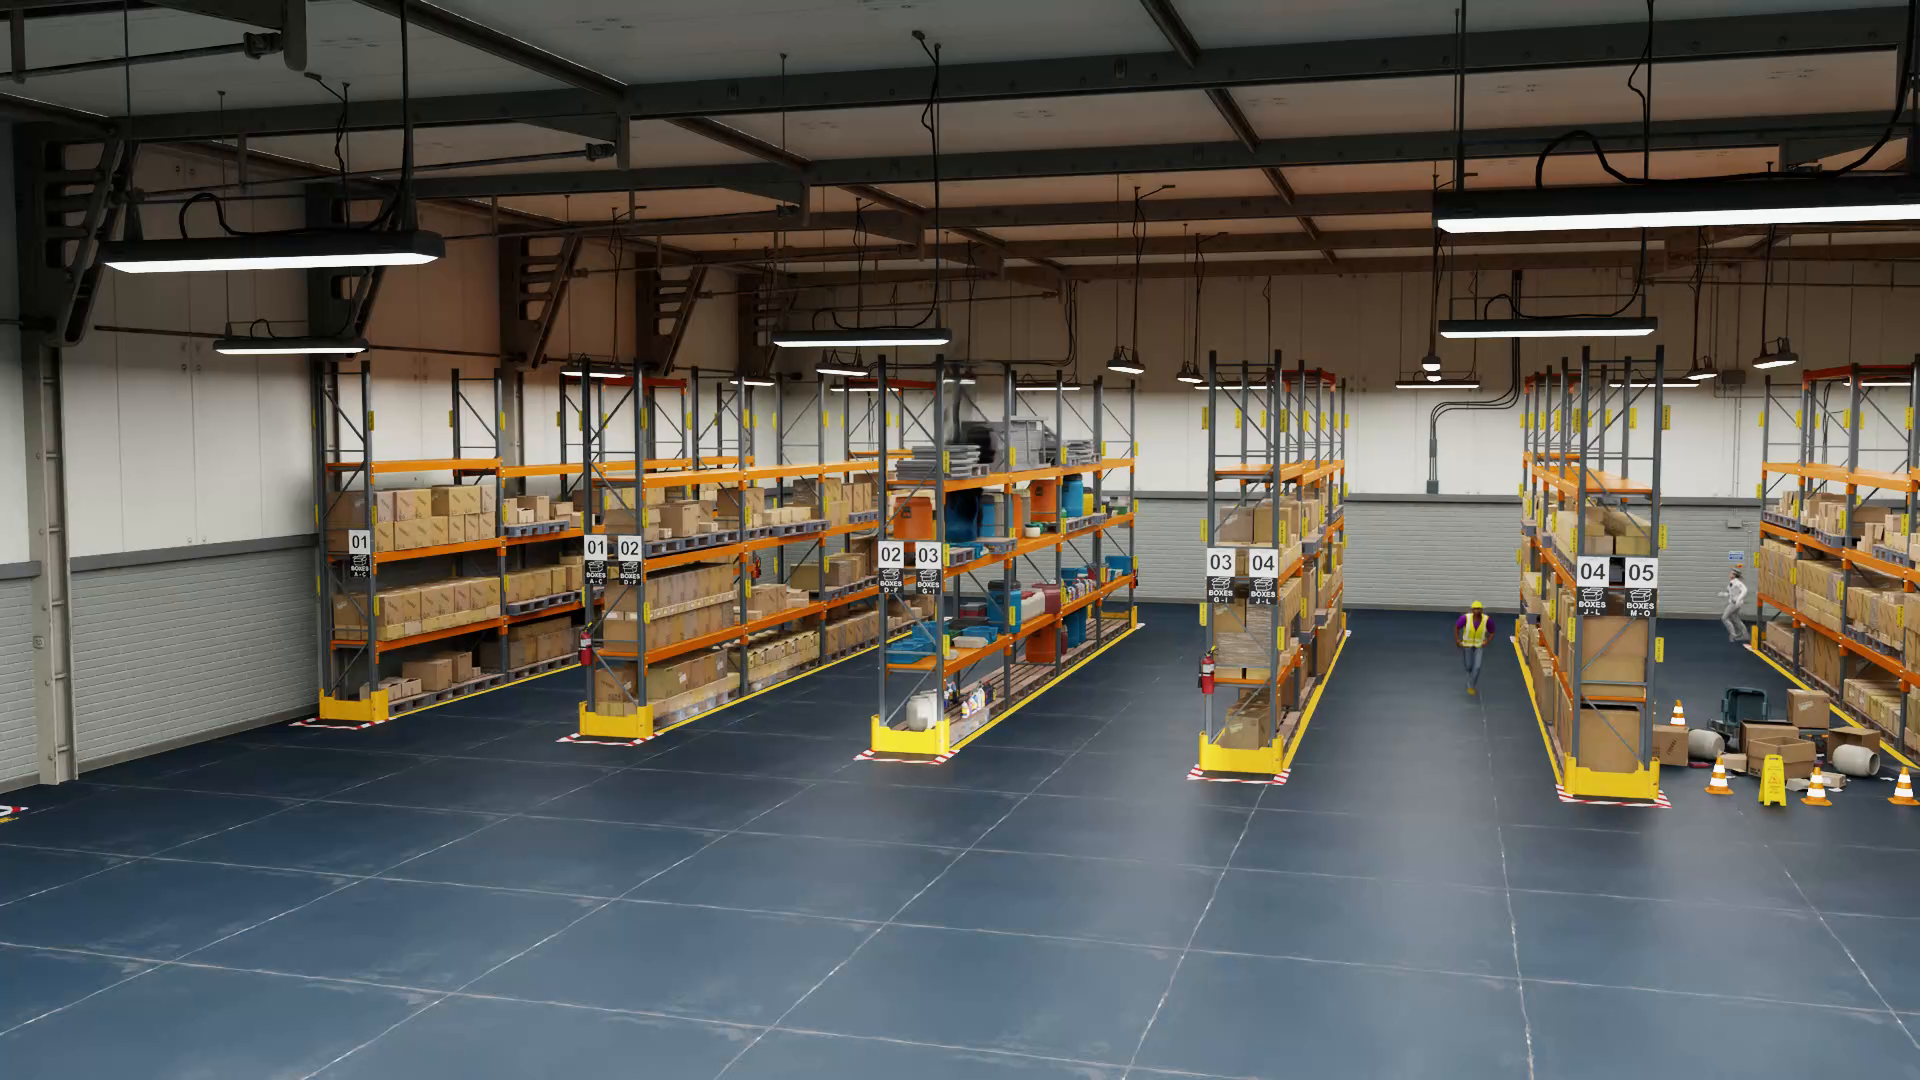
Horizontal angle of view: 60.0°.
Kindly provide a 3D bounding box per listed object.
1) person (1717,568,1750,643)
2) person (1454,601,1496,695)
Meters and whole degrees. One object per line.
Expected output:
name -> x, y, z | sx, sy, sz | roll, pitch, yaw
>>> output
person -> 17.526, 1.492, 37.646 | 0.707, 1.744, 0.634 | 2, 4, 24
person -> 9.519, 1.970, 30.755 | 0.729, 1.726, 0.733 | 1, 4, 19
